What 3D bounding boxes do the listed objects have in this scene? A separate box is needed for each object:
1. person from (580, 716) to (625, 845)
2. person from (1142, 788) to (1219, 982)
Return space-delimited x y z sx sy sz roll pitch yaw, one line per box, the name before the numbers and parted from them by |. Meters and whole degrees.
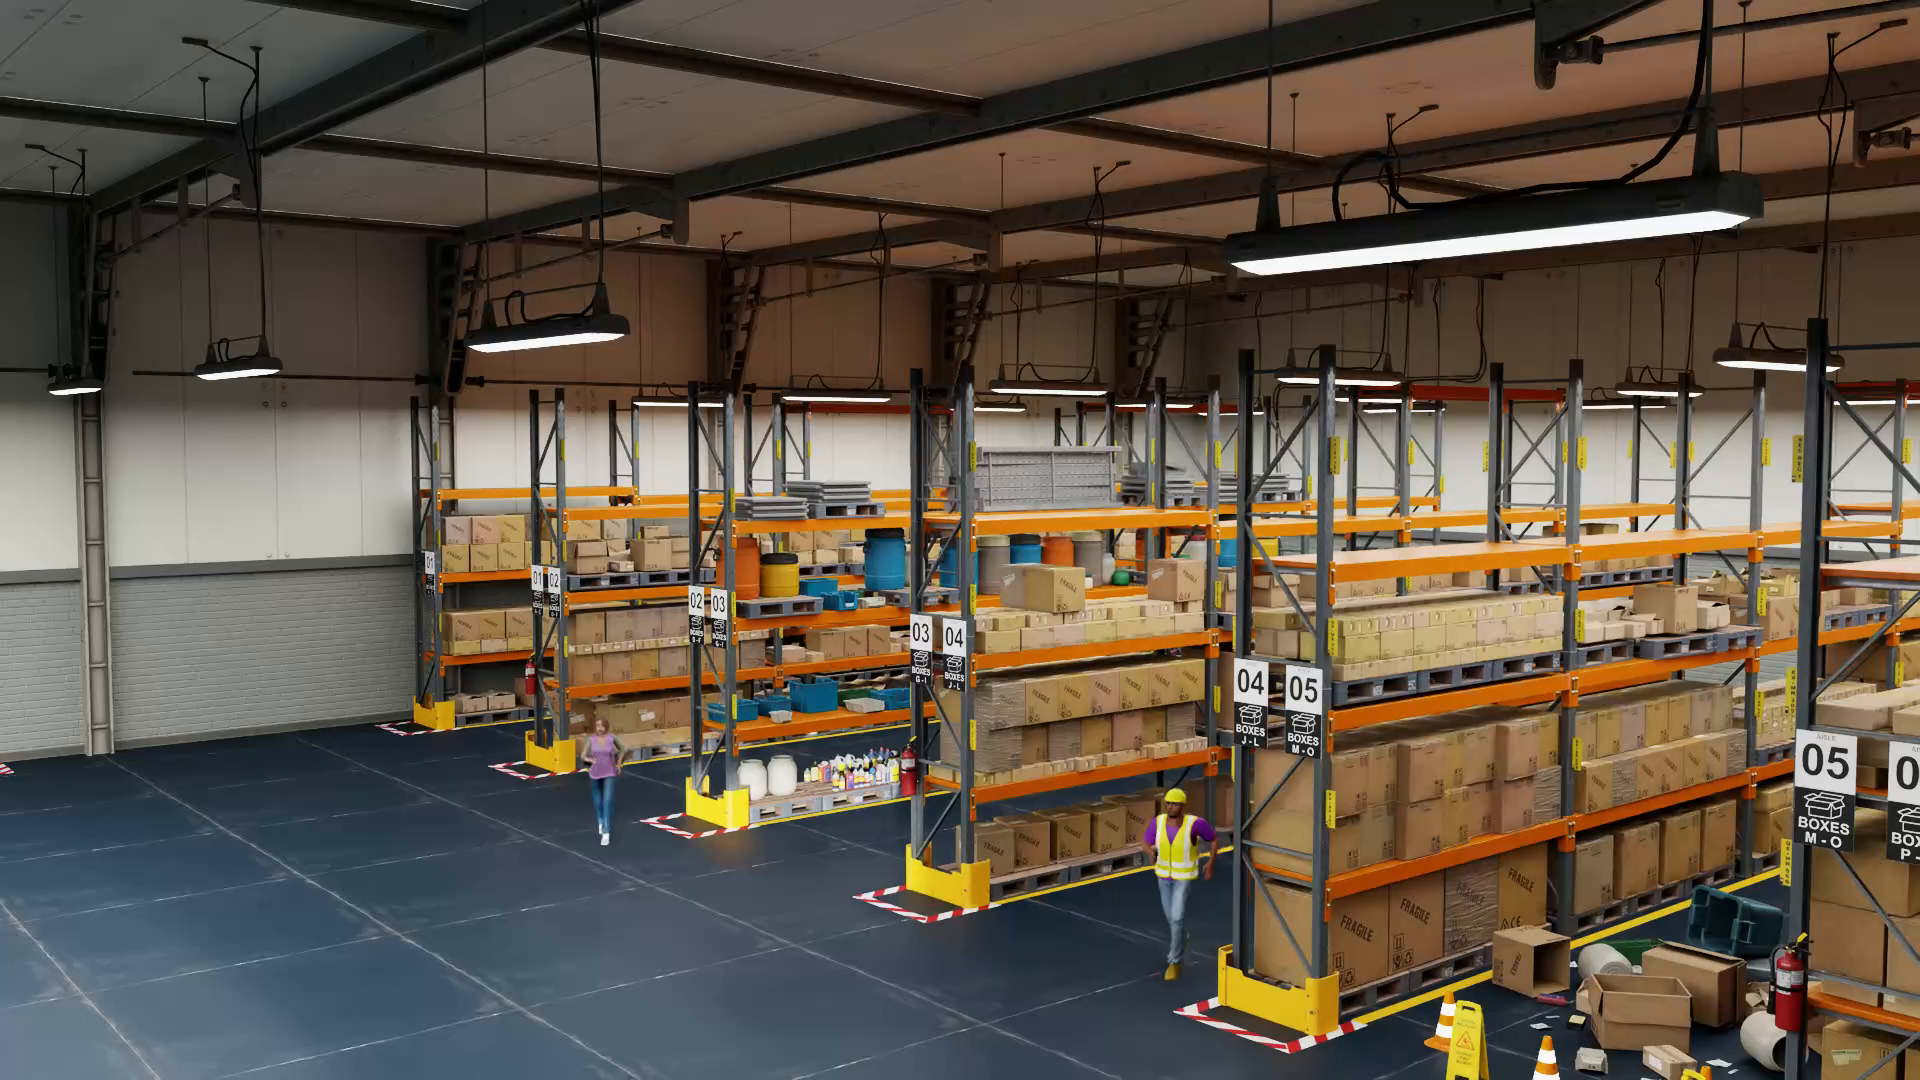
person | -4.621 3.067 21.470 0.547 1.594 0.818 0 3 -3
person | 2.126 3.321 16.262 0.720 1.821 0.822 2 4 31
